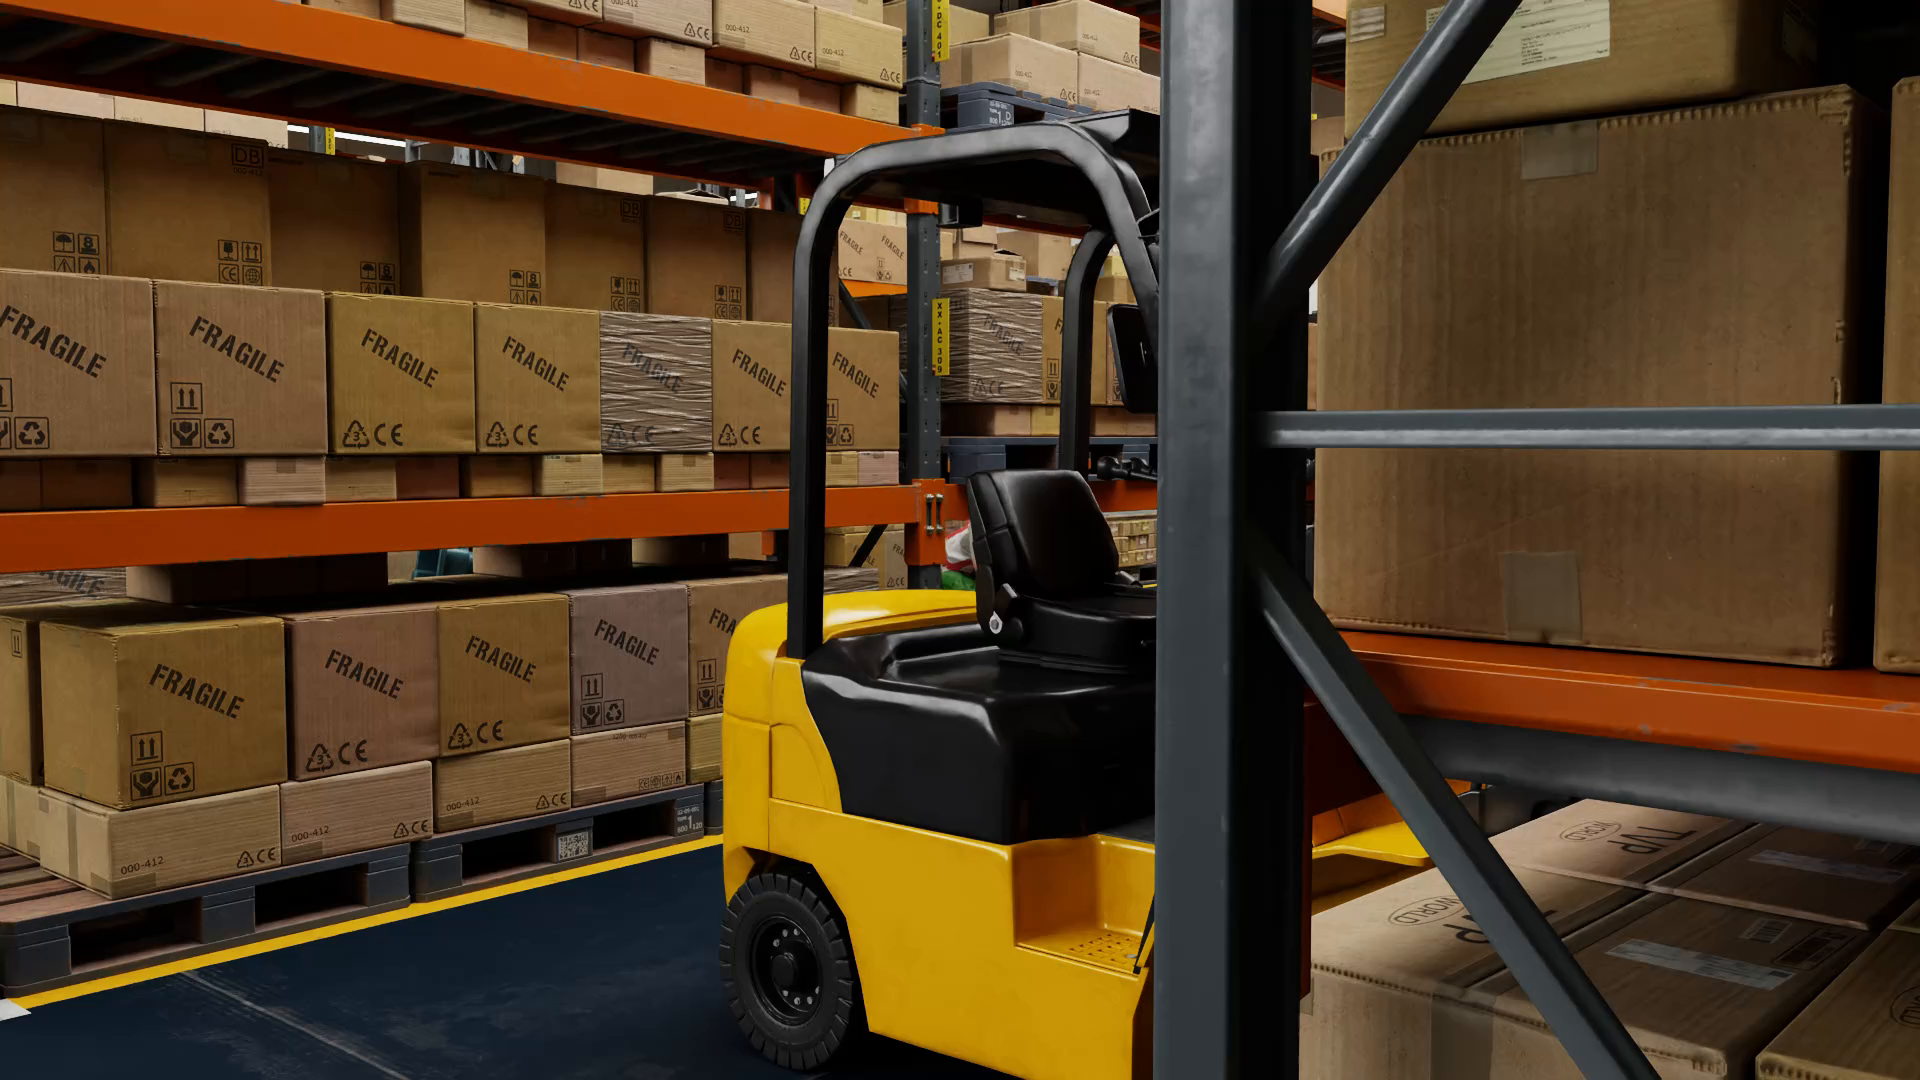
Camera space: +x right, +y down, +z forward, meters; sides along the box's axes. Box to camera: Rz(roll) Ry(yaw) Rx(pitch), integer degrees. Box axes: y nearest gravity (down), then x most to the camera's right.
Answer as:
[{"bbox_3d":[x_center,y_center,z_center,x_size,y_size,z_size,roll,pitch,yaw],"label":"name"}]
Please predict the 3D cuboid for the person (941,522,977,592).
[{"bbox_3d":[0.169,0.281,11.133,0.866,1.090,0.571,3,5,41],"label":"person"}]
